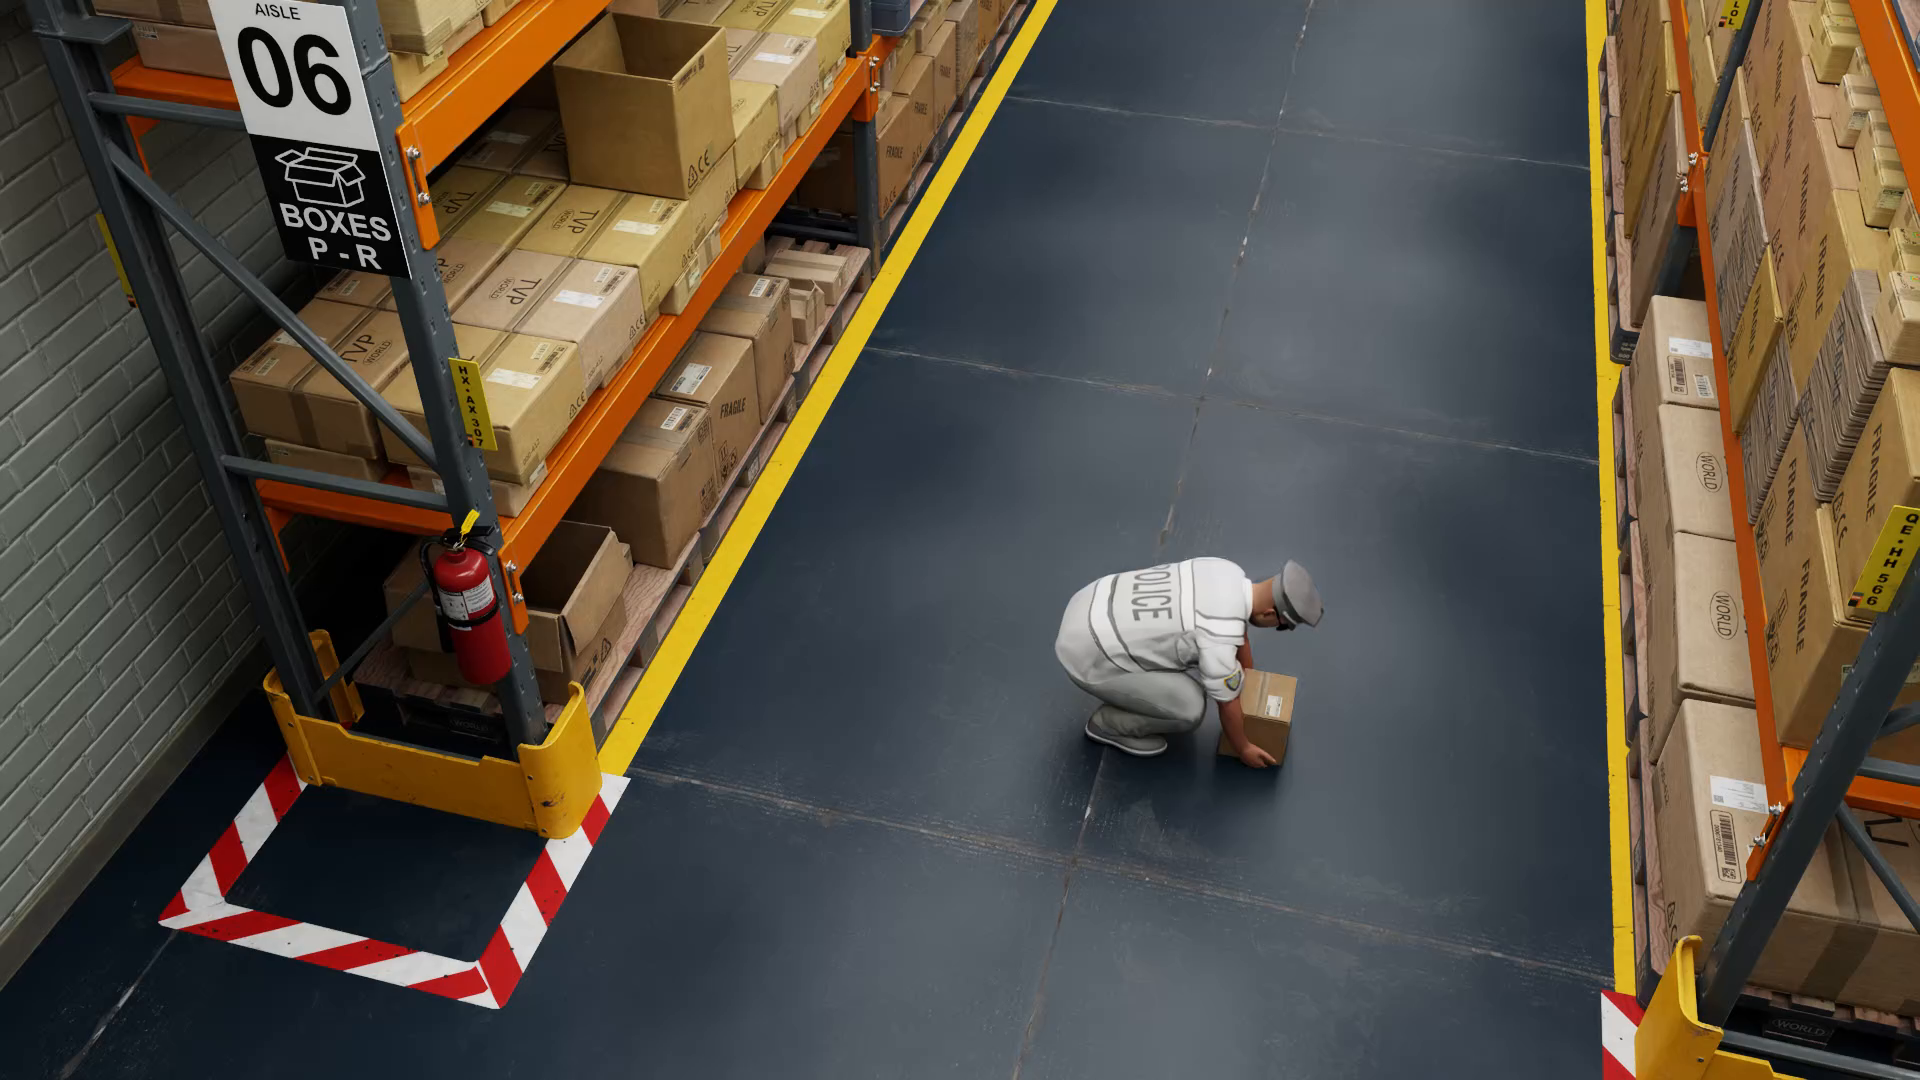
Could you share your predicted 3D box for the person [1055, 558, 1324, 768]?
[{"bbox_3d":[0.860,0.435,6.391,0.967,0.899,0.545,10,42,11],"label":"person"}]
